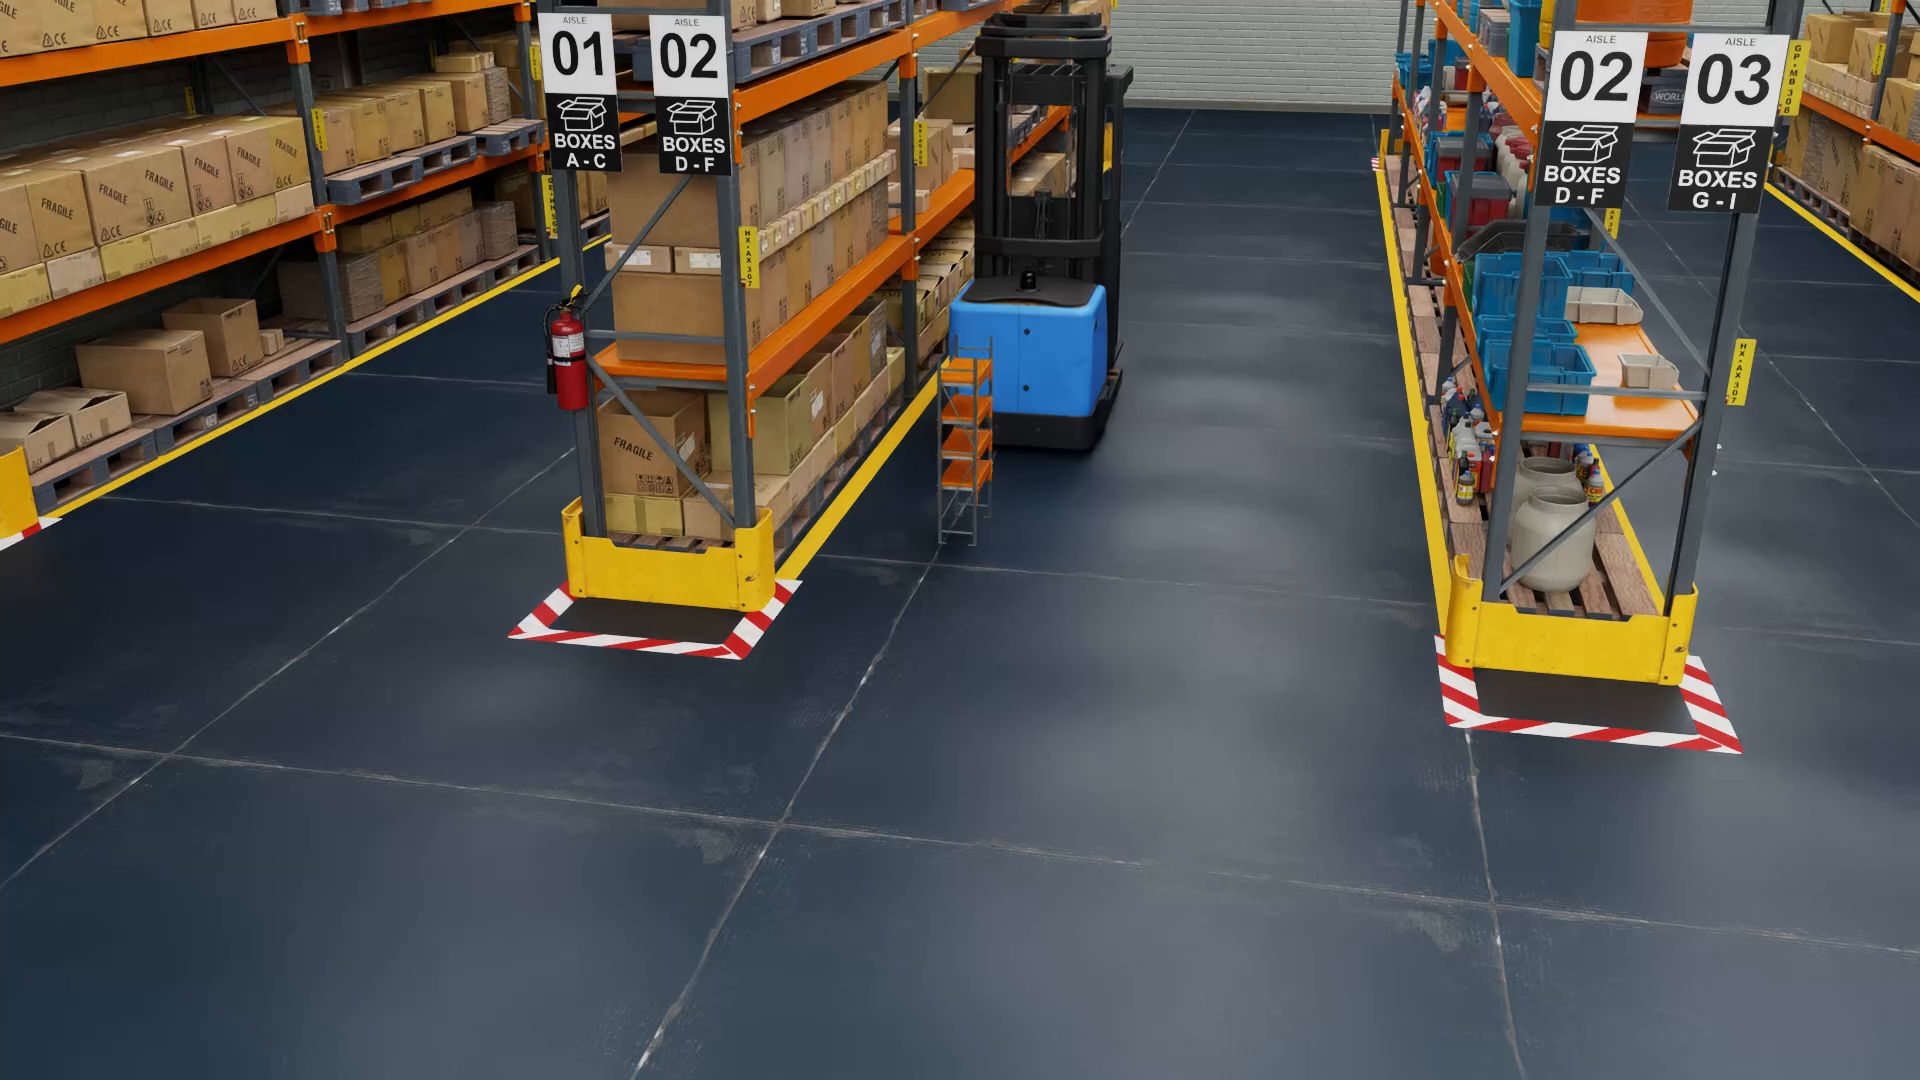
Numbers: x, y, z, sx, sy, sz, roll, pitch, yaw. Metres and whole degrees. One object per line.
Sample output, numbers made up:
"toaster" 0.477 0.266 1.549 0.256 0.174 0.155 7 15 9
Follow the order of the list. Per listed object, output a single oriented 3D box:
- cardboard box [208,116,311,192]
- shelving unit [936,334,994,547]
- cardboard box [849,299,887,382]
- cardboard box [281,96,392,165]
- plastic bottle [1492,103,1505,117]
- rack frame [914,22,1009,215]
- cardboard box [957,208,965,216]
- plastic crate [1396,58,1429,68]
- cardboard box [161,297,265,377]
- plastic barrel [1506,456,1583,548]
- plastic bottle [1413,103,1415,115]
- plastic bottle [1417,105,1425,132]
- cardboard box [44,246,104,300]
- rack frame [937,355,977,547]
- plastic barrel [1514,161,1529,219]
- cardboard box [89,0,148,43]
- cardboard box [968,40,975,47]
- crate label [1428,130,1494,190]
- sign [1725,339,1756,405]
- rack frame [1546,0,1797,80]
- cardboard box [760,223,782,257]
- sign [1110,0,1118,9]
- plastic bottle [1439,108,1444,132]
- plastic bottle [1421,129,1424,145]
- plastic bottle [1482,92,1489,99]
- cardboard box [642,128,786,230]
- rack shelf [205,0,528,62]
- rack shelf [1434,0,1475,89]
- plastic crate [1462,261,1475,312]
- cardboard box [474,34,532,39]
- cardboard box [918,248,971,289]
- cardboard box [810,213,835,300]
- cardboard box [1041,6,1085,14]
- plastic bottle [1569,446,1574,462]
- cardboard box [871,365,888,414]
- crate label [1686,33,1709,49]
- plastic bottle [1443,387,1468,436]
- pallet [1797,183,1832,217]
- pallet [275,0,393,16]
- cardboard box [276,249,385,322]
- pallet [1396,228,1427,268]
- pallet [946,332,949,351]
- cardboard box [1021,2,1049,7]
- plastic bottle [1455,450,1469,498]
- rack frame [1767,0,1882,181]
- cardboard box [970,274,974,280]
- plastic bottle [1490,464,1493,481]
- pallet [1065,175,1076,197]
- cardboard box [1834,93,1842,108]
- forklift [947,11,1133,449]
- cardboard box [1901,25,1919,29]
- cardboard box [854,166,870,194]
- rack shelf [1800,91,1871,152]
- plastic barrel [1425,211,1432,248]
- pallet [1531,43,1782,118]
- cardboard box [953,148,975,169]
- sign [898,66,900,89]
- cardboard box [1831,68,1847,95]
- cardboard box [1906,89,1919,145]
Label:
"cardboard box" -5.482 -3.028 13.027 0.500 0.500 0.500 4 22 11
"shelving unit" 0.034 -0.617 10.280 0.258 1.200 0.503 4 22 11
"cardboard box" -0.833 -1.460 12.078 0.500 0.500 0.500 4 22 11
"cardboard box" -5.430 -3.575 14.492 0.700 0.500 0.500 7 23 16
"plastic bottle" 5.550 -4.321 17.133 0.144 0.351 0.185 4 22 11
"rack frame" -0.022 -4.024 16.329 1.000 3.000 0.127 4 22 11
"cardboard box" -0.061 -3.428 17.608 0.500 0.500 0.500 5 23 13
"plastic crate" 5.952 -6.215 21.913 0.416 0.233 0.300 4 22 11
"cardboard box" -5.861 -1.599 13.066 0.500 0.500 0.500 3 22 7
"plastic barrel" 3.355 -0.190 9.577 0.421 0.512 0.421 0 22 0
"plastic bottle" 5.117 -4.822 18.576 0.097 0.201 0.097 0 22 0
"plastic bottle" 4.888 -4.444 17.545 0.097 0.271 0.097 0 22 0
"cardboard box" -6.002 -1.759 10.880 0.500 0.250 0.500 4 22 9
"rack frame" -0.016 -0.528 10.058 0.240 1.200 0.015 4 22 11
"plastic barrel" 4.420 -2.578 12.558 0.433 0.535 0.433 0 22 0
"cardboard box" -5.857 -3.606 11.116 0.500 0.500 0.500 6 23 14
"cardboard box" 0.478 -5.572 19.477 0.700 0.500 0.500 -3 22 -7
"crate label" 4.359 -3.318 14.531 0.502 0.435 0.616 4 22 11
"sign" 3.731 -0.804 7.964 0.100 0.325 0.005 4 22 11
"rack frame" 3.194 -3.502 7.003 1.000 3.000 0.127 4 22 11
"cardboard box" -1.260 -1.760 9.707 0.380 0.149 0.250 5 22 11
"sign" 2.149 -7.584 23.195 0.100 0.325 0.005 4 22 11
"plastic bottle" 4.990 -4.362 17.341 0.097 0.271 0.097 0 22 0
"plastic bottle" 4.699 -4.072 16.715 0.097 0.201 0.097 0 22 0
"plastic bottle" 5.878 -4.881 18.625 0.152 0.276 0.135 4 22 11
"cardboard box" -1.434 -2.128 9.752 0.700 0.500 0.500 4 22 10
"rack shelf" -5.281 -4.726 15.021 1.077 0.370 4.000 4 22 11
"rack shelf" 4.418 -3.971 13.146 1.077 0.370 4.000 4 22 11
"plastic crate" 3.457 -1.609 10.616 0.450 0.188 0.662 4 22 11
"cardboard box" -4.925 -5.316 17.976 0.500 0.250 0.500 4 22 9
"cardboard box" -0.198 -2.435 14.752 0.500 0.311 0.500 5 22 12
"cardboard box" -1.234 -1.880 10.874 0.700 0.500 0.500 5 23 13
"cardboard box" 1.270 -6.336 20.599 0.500 0.500 0.500 4 22 9
"plastic bottle" 4.021 -0.538 10.830 0.097 0.201 0.097 0 22 0
"cardboard box" -0.831 -1.112 12.217 0.500 0.250 0.500 4 22 11
"crate label" 3.899 -2.701 9.228 0.502 0.251 0.408 4 22 11
"plastic bottle" 3.439 -0.894 11.514 0.144 0.351 0.185 5 22 12
"pallet" 10.970 -4.156 20.391 1.003 0.211 1.213 4 22 11
"pallet" -5.458 -4.459 13.646 1.213 0.211 1.003 4 22 11
"cardboard box" -5.555 -2.252 14.687 0.700 0.500 0.500 5 23 13
"pallet" 5.197 -3.088 17.738 1.003 0.211 1.213 4 22 11
"pallet" -0.480 -1.987 15.005 1.003 0.211 1.213 4 22 11
"cardboard box" 0.849 -6.573 21.188 0.500 0.500 0.500 5 22 11
"plastic bottle" 3.145 -0.412 10.409 0.061 0.283 0.133 5 22 12
"rack frame" 11.307 -6.193 21.715 1.000 3.000 0.127 4 22 11
"cardboard box" -0.098 -2.360 15.316 0.500 0.250 0.500 5 22 12
"plastic bottle" 3.372 -0.468 10.658 0.097 0.201 0.097 0 22 0
"pallet" 0.935 -4.444 21.106 1.003 0.211 1.213 4 22 11
"cardboard box" 10.442 -5.126 19.404 0.380 0.149 0.250 5 22 12
"forklift" 0.698 -2.518 12.682 1.130 2.935 3.031 4 22 10
"cardboard box" 11.049 -5.672 19.221 0.500 0.500 0.500 4 22 9
"cardboard box" -0.840 -2.510 11.568 0.380 0.149 0.250 4 22 11
"rack shelf" 10.899 -5.128 20.034 1.077 0.370 4.000 4 22 11
"plastic barrel" 5.140 -3.314 17.233 0.600 0.588 0.708 4 22 11
"pallet" 3.458 -2.318 8.331 1.003 0.211 1.213 4 22 11
"cardboard box" 0.065 -3.557 15.507 0.380 0.149 0.250 4 22 11
"sign" -0.555 -4.562 16.222 0.100 0.325 0.005 4 22 11
"cardboard box" 10.531 -5.356 19.440 0.500 0.250 0.500 5 22 12
"cardboard box" 9.948 -4.260 16.783 0.500 0.500 0.500 4 22 10
